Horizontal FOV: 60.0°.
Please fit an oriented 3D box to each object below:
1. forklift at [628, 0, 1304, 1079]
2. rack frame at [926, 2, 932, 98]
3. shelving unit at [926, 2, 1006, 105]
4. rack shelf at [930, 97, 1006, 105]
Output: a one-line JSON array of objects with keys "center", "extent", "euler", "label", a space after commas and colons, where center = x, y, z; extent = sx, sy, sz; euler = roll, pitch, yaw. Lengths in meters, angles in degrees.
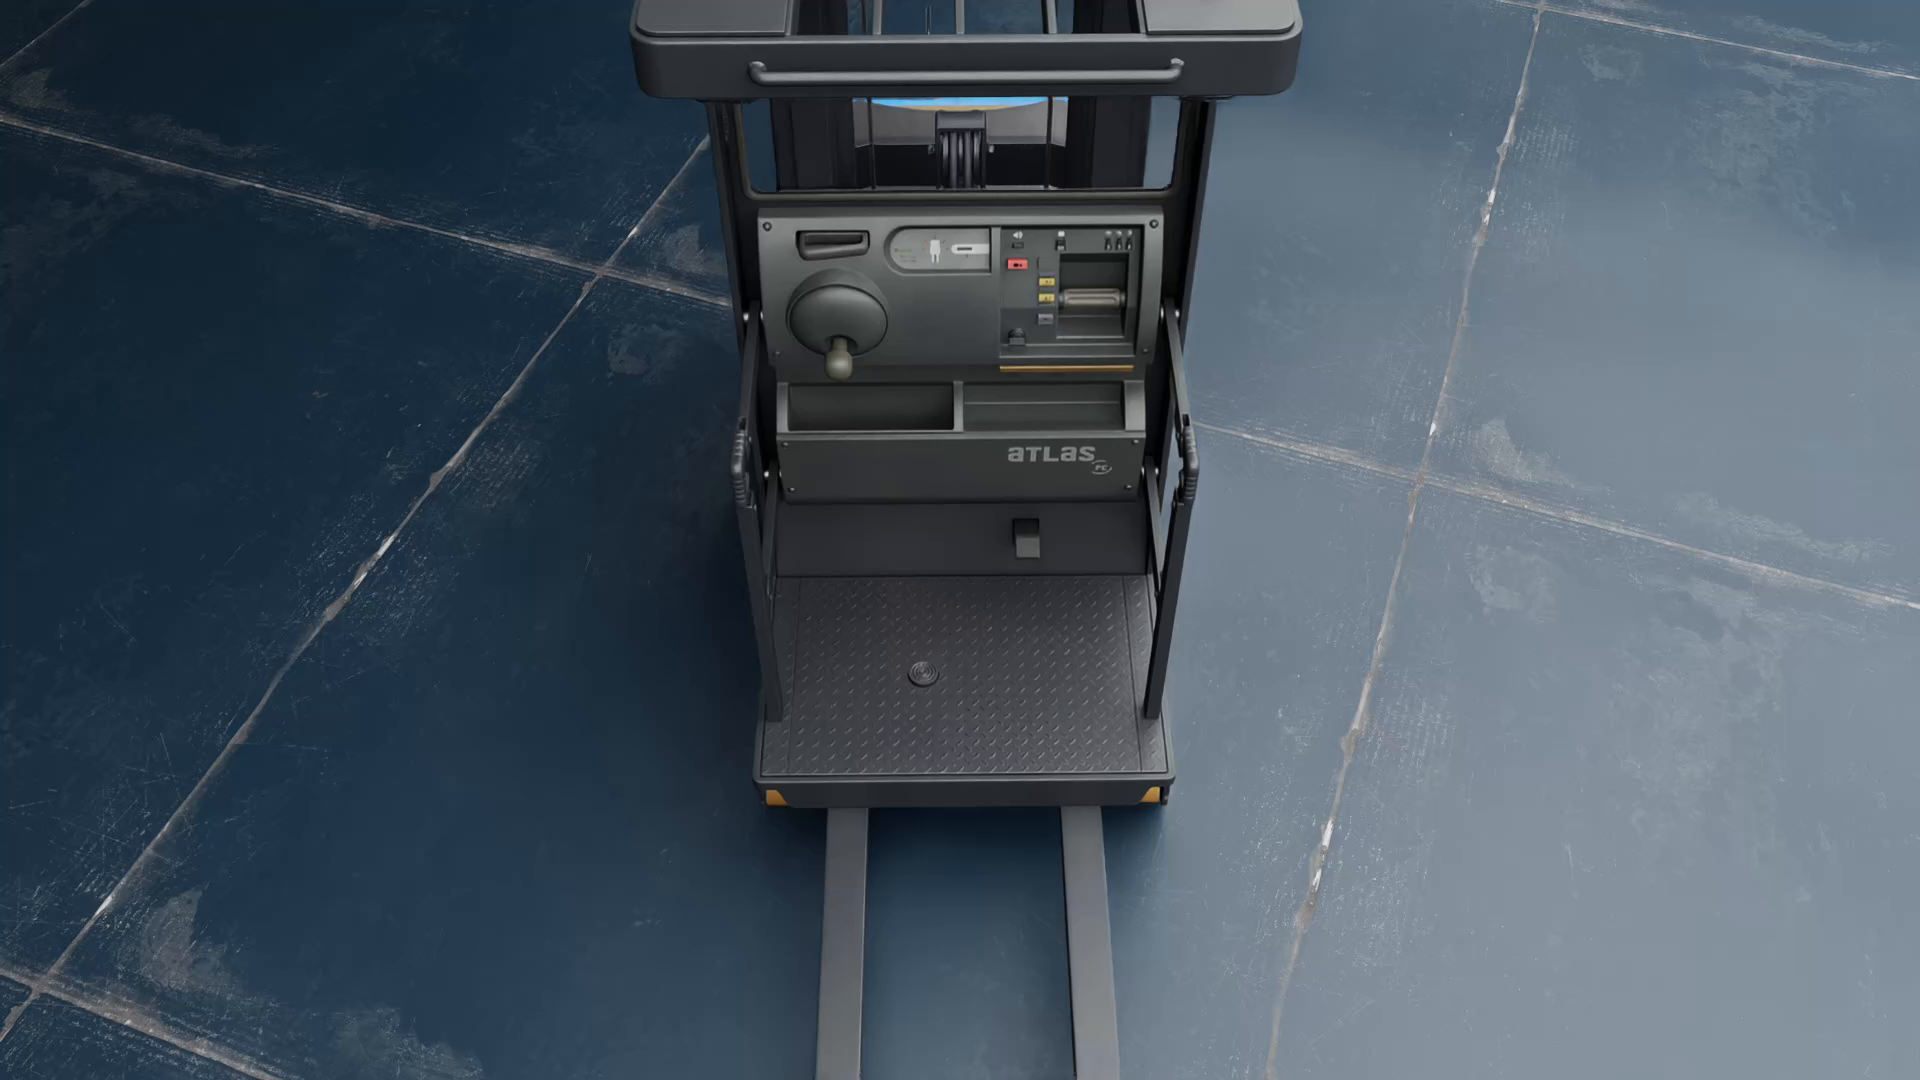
[{"center": [0.006, -0.471, 3.719], "extent": [1.130, 2.935, 3.031], "euler": [0, 49, 0], "label": "forklift"}, {"center": [-0.096, -1.160, 5.461], "extent": [0.015, 1.200, 0.240], "euler": [0, 49, 0], "label": "rack frame"}, {"center": [0.148, -1.162, 5.463], "extent": [0.503, 1.200, 0.258], "euler": [0, 49, 0], "label": "shelving unit"}, {"center": [0.148, -1.420, 5.167], "extent": [0.480, 0.148, 0.258], "euler": [0, 49, 0], "label": "rack shelf"}]
